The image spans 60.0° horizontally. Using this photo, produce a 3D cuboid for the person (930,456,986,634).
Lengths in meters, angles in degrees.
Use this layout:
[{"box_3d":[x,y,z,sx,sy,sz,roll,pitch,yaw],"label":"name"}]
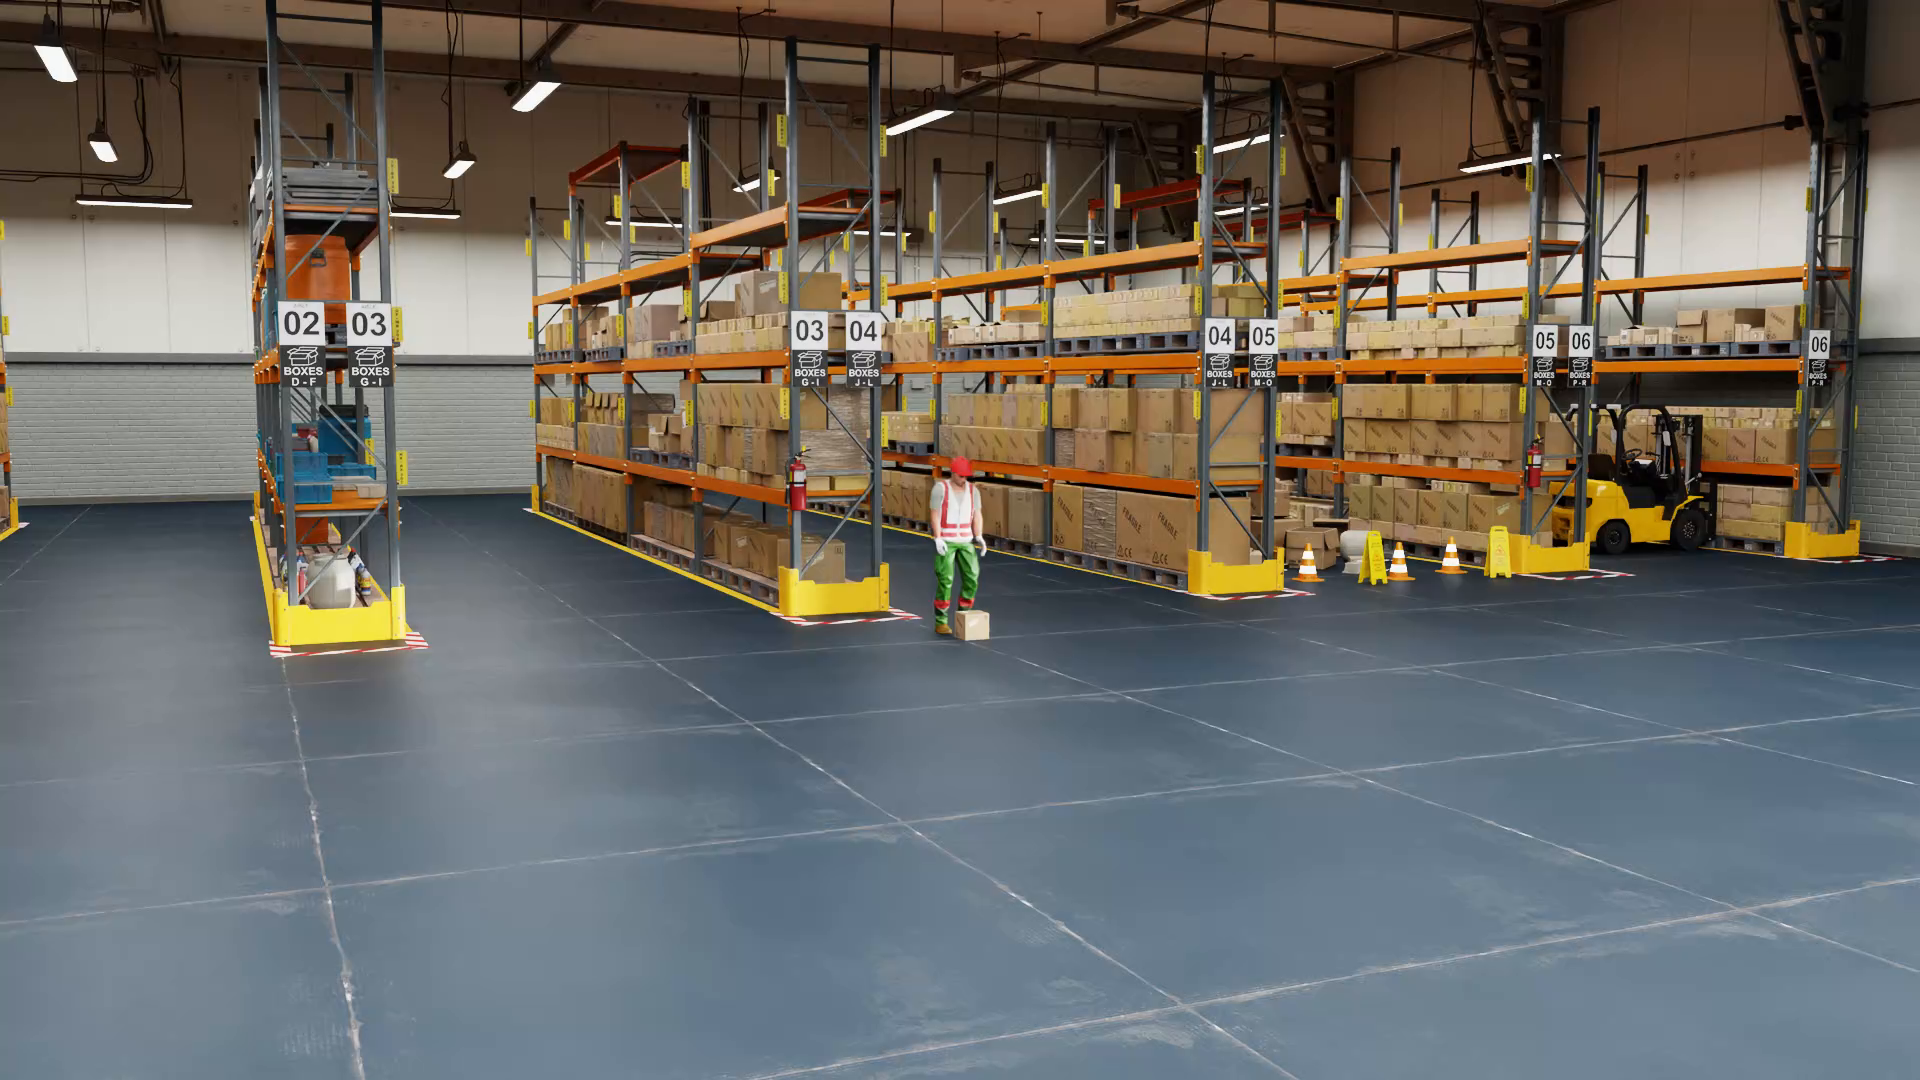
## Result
[{"box_3d":[-0.021,0.042,16.379,0.541,1.745,0.443,-2,6,-22],"label":"person"}]
